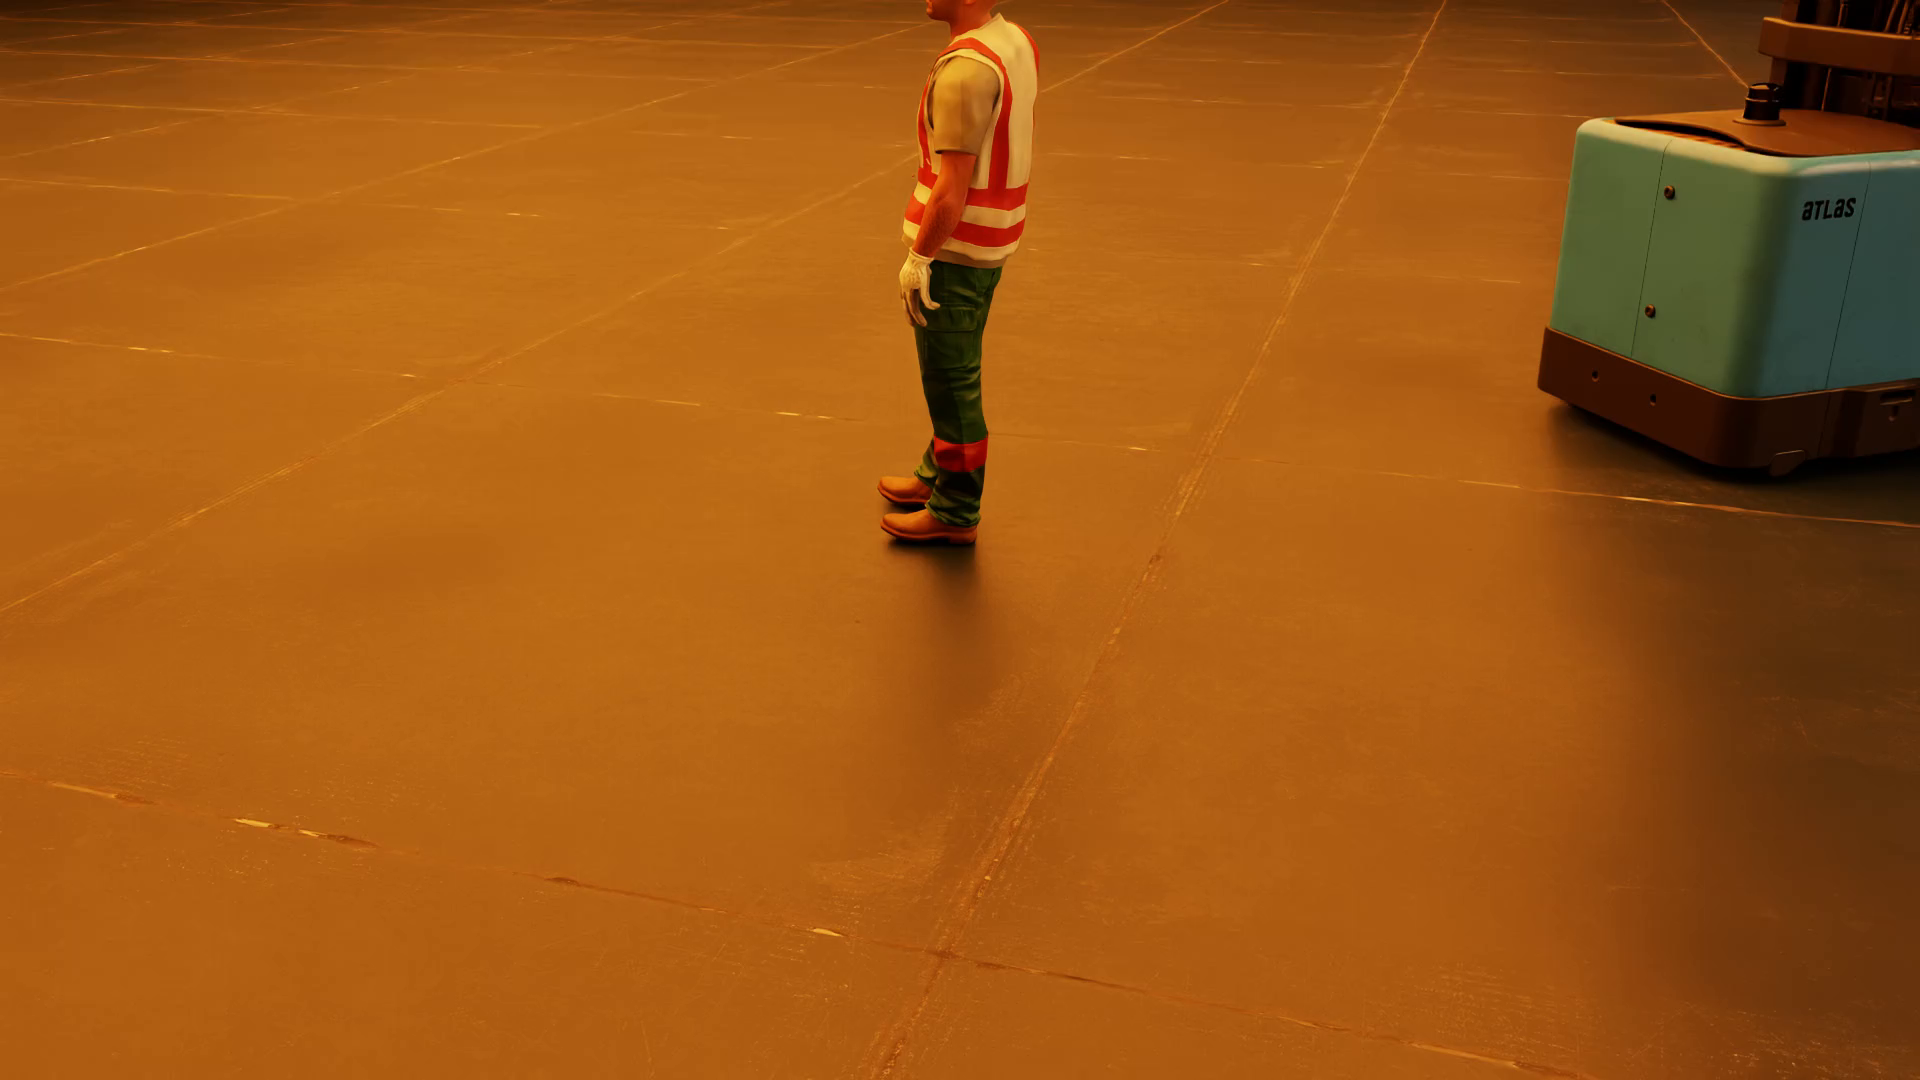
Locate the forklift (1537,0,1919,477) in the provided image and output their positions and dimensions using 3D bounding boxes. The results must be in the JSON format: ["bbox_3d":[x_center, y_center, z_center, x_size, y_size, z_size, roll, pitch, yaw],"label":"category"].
[{"bbox_3d":[3.774,-1.895,5.869,3.031,2.935,1.130,-8,24,-18],"label":"forklift"}]

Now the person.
[{"bbox_3d":[-0.074,-0.846,4.808,0.562,1.789,0.638,7,23,16],"label":"person"}]
